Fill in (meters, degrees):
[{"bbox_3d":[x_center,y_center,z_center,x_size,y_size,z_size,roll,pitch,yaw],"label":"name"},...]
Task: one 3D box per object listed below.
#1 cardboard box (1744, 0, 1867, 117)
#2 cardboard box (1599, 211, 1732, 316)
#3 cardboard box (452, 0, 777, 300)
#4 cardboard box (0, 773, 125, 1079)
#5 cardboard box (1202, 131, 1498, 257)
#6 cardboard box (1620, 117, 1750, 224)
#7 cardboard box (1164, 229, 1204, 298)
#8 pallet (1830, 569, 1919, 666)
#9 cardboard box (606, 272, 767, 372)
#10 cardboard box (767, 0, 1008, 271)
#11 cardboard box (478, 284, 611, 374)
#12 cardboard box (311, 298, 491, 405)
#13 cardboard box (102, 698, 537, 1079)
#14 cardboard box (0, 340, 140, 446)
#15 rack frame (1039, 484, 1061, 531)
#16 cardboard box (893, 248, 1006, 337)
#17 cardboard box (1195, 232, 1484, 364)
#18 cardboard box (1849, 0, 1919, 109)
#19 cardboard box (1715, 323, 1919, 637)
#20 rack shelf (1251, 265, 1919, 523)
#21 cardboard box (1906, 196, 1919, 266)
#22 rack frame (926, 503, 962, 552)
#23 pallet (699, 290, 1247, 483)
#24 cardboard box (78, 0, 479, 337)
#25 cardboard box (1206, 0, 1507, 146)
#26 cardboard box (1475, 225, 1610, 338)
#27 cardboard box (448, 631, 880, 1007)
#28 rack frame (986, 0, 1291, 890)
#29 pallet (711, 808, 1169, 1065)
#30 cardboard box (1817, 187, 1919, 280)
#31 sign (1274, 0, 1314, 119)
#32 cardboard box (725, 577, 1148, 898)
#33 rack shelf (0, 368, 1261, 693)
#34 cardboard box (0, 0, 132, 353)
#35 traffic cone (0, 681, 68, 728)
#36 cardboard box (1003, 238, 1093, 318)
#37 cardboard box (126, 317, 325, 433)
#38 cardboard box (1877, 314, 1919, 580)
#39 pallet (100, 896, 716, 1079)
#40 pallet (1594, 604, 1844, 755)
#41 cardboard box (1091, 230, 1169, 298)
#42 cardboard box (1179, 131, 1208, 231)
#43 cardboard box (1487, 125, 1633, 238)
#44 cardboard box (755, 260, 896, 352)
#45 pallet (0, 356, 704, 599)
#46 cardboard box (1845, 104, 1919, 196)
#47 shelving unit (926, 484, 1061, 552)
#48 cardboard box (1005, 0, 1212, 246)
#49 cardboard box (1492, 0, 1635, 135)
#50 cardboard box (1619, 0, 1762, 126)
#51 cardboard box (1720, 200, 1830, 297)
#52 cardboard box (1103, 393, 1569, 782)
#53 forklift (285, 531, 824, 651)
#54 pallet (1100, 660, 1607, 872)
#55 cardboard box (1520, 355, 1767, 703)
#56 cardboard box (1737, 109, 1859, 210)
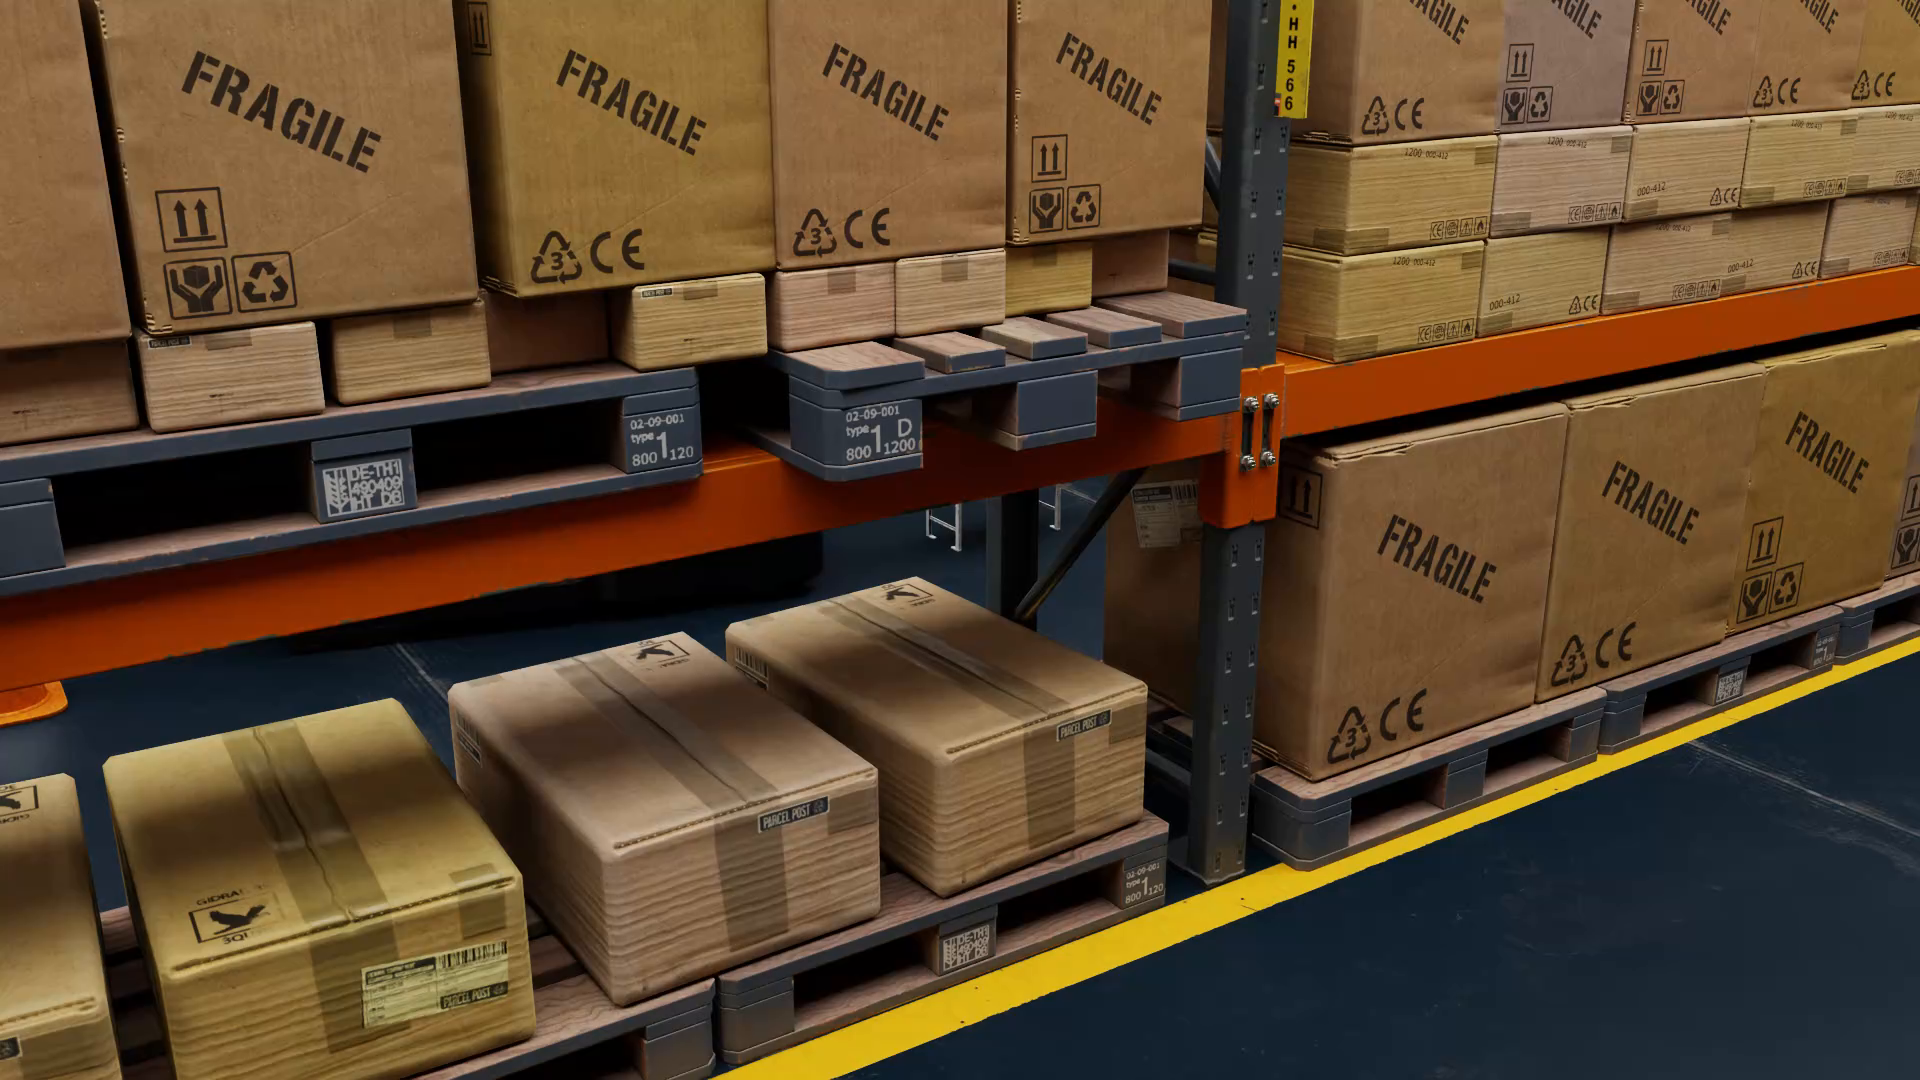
[{"bbox_3d":[2.217,-1.499,4.777,0.500,0.500,0.500,-12,22,-31],"label":"cardboard box"},{"bbox_3d":[1.806,-0.825,4.736,0.500,0.250,0.500,-11,22,-30],"label":"cardboard box"},{"bbox_3d":[-0.675,-0.741,2.977,0.500,0.500,0.500,-14,23,-35],"label":"cardboard box"},{"bbox_3d":[-1.907,0.839,3.028,0.625,0.372,0.950,-10,21,-28],"label":"cardboard box"},{"bbox_3d":[0.957,-0.880,4.119,0.500,0.250,0.500,-12,22,-32],"label":"cardboard box"},{"bbox_3d":[1.812,-1.056,4.637,0.500,0.250,0.500,-12,22,-32],"label":"cardboard box"},{"bbox_3d":[0.678,-0.779,4.599,0.500,0.250,0.500,-13,23,-33],"label":"cardboard box"},{"bbox_3d":[3.136,0.081,6.175,1.213,0.211,1.003,-12,22,-31],"label":"pallet"},{"bbox_3d":[-0.553,-0.433,3.079,0.250,0.149,0.380,-11,22,-30],"label":"cardboard box"},{"bbox_3d":[-0.254,-0.830,3.240,0.500,0.500,0.500,-12,22,-32],"label":"cardboard box"},{"bbox_3d":[-0.832,-0.423,3.048,0.250,0.149,0.380,-12,22,-31],"label":"cardboard box"},{"bbox_3d":[-0.997,-0.357,2.852,0.250,0.149,0.380,-13,22,-33],"label":"cardboard box"},{"bbox_3d":[-1.328,0.716,3.392,0.625,0.372,0.950,-11,22,-30],"label":"cardboard box"},{"bbox_3d":[-1.454,-0.269,2.593,0.250,0.149,0.380,-12,22,-31],"label":"cardboard box"},{"bbox_3d":[0.342,-0.641,6.766,0.015,1.200,0.240,-12,22,-31],"label":"rack frame"},{"bbox_3d":[-0.116,-0.528,3.359,0.250,0.149,0.380,-12,22,-32],"label":"cardboard box"},{"bbox_3d":[0.945,-0.639,4.186,0.500,0.250,0.500,-12,22,-32],"label":"cardboard box"},{"bbox_3d":[2.642,-1.594,5.059,0.500,0.500,0.500,-11,22,-30],"label":"cardboard box"},{"bbox_3d":[2.515,-0.297,5.600,0.875,0.875,0.875,-11,22,-30],"label":"cardboard box"},{"bbox_3d":[2.068,-0.703,5.263,4.000,0.370,1.077,-12,22,-31],"label":"rack shelf"},{"bbox_3d":[3.077,-1.089,5.517,0.500,0.250,0.500,-12,22,-32],"label":"cardboard box"},{"bbox_3d":[-0.066,-0.555,6.512,0.015,1.200,0.240,-12,22,-31],"label":"rack frame"},{"bbox_3d":[-0.138,-0.446,3.681,1.003,0.211,1.213,-12,22,-31],"label":"pallet"},{"bbox_3d":[-1.132,-0.645,2.693,0.500,0.500,0.500,-13,23,-34],"label":"cardboard box"},{"bbox_3d":[0.945,-1.234,3.994,0.500,0.500,0.500,-13,22,-33],"label":"cardboard box"},{"bbox_3d":[1.364,-0.734,4.468,0.500,0.250,0.500,-13,22,-33],"label":"cardboard box"},{"bbox_3d":[-0.691,0.584,3.783,0.625,0.372,0.950,-12,22,-32],"label":"cardboard box"},{"bbox_3d":[0.398,-0.691,4.106,0.127,3.000,1.000,-12,22,-31],"label":"rack frame"},{"bbox_3d":[-0.255,0.767,4.147,1.213,0.211,1.003,-12,22,-31],"label":"pallet"},{"bbox_3d":[2.645,-1.005,5.269,0.500,0.250,0.500,-13,22,-33],"label":"cardboard box"},{"bbox_3d":[0.704,-1.059,3.509,0.005,0.325,0.100,-12,22,-31],"label":"sign"},{"bbox_3d":[-0.079,0.451,4.173,0.625,0.372,0.950,-14,23,-35],"label":"cardboard box"},{"bbox_3d":[-1.272,0.002,3.179,4.000,0.370,1.077,-12,22,-31],"label":"rack shelf"},{"bbox_3d":[-1.555,-0.552,2.417,0.500,0.500,0.500,-12,22,-32],"label":"cardboard box"},{"bbox_3d":[-2.985,0.304,5.124,0.334,0.463,0.336,-12,22,-31],"label":"traffic cone"},{"bbox_3d":[0.070,-0.584,3.525,0.250,0.149,0.380,-12,22,-31],"label":"cardboard box"},{"bbox_3d":[-1.203,-0.302,2.690,0.250,0.149,0.380,-11,22,-29],"label":"cardboard box"},{"bbox_3d":[3.265,-0.458,6.077,0.875,0.875,0.875,-11,22,-30],"label":"cardboard box"},{"bbox_3d":[-1.273,0.980,3.515,1.213,0.211,1.003,-12,22,-31],"label":"pallet"},{"bbox_3d":[2.116,0.297,5.536,1.213,0.211,1.003,-12,22,-31],"label":"pallet"},{"bbox_3d":[0.254,-0.651,3.722,0.250,0.149,0.380,-11,22,-29],"label":"cardboard box"},{"bbox_3d":[0.663,-1.010,4.504,0.500,0.250,0.500,-12,22,-32],"label":"cardboard box"},{"bbox_3d":[1.389,-0.971,4.387,0.500,0.250,0.500,-11,22,-30],"label":"cardboard box"},{"bbox_3d":[-0.331,-0.485,3.234,0.250,0.149,0.380,-13,23,-34],"label":"cardboard box"},{"bbox_3d":[-1.233,-0.241,3.073,1.213,0.211,1.003,-12,22,-31],"label":"pallet"},{"bbox_3d":[2.662,-1.236,5.171,0.500,0.250,0.500,-11,22,-30],"label":"cardboard box"},{"bbox_3d":[0.138,-0.598,6.639,0.503,1.200,0.258,-12,22,-31],"label":"shelving unit"},{"bbox_3d":[0.171,-0.924,3.519,0.500,0.500,0.500,-13,22,-33],"label":"cardboard box"},{"bbox_3d":[1.353,-1.324,4.260,0.500,0.500,0.500,-12,22,-31],"label":"cardboard box"},{"bbox_3d":[1.794,-1.411,4.517,0.500,0.500,0.500,-11,22,-30],"label":"cardboard box"},{"bbox_3d":[2.216,-0.913,4.996,0.500,0.250,0.500,-12,22,-31],"label":"cardboard box"},{"bbox_3d":[1.021,0.017,4.673,0.875,0.875,0.875,-12,22,-32],"label":"cardboard box"},{"bbox_3d":[-2.084,-1.202,5.722,3.031,2.935,1.130,-6,20,-16],"label":"forklift"},{"bbox_3d":[1.098,0.511,4.904,1.213,0.211,1.003,-12,22,-31],"label":"pallet"},{"bbox_3d":[1.768,-0.139,5.135,0.875,0.875,0.875,-12,22,-31],"label":"cardboard box"},{"bbox_3d":[2.243,-1.141,4.891,0.500,0.250,0.500,-11,22,-30],"label":"cardboard box"}]
